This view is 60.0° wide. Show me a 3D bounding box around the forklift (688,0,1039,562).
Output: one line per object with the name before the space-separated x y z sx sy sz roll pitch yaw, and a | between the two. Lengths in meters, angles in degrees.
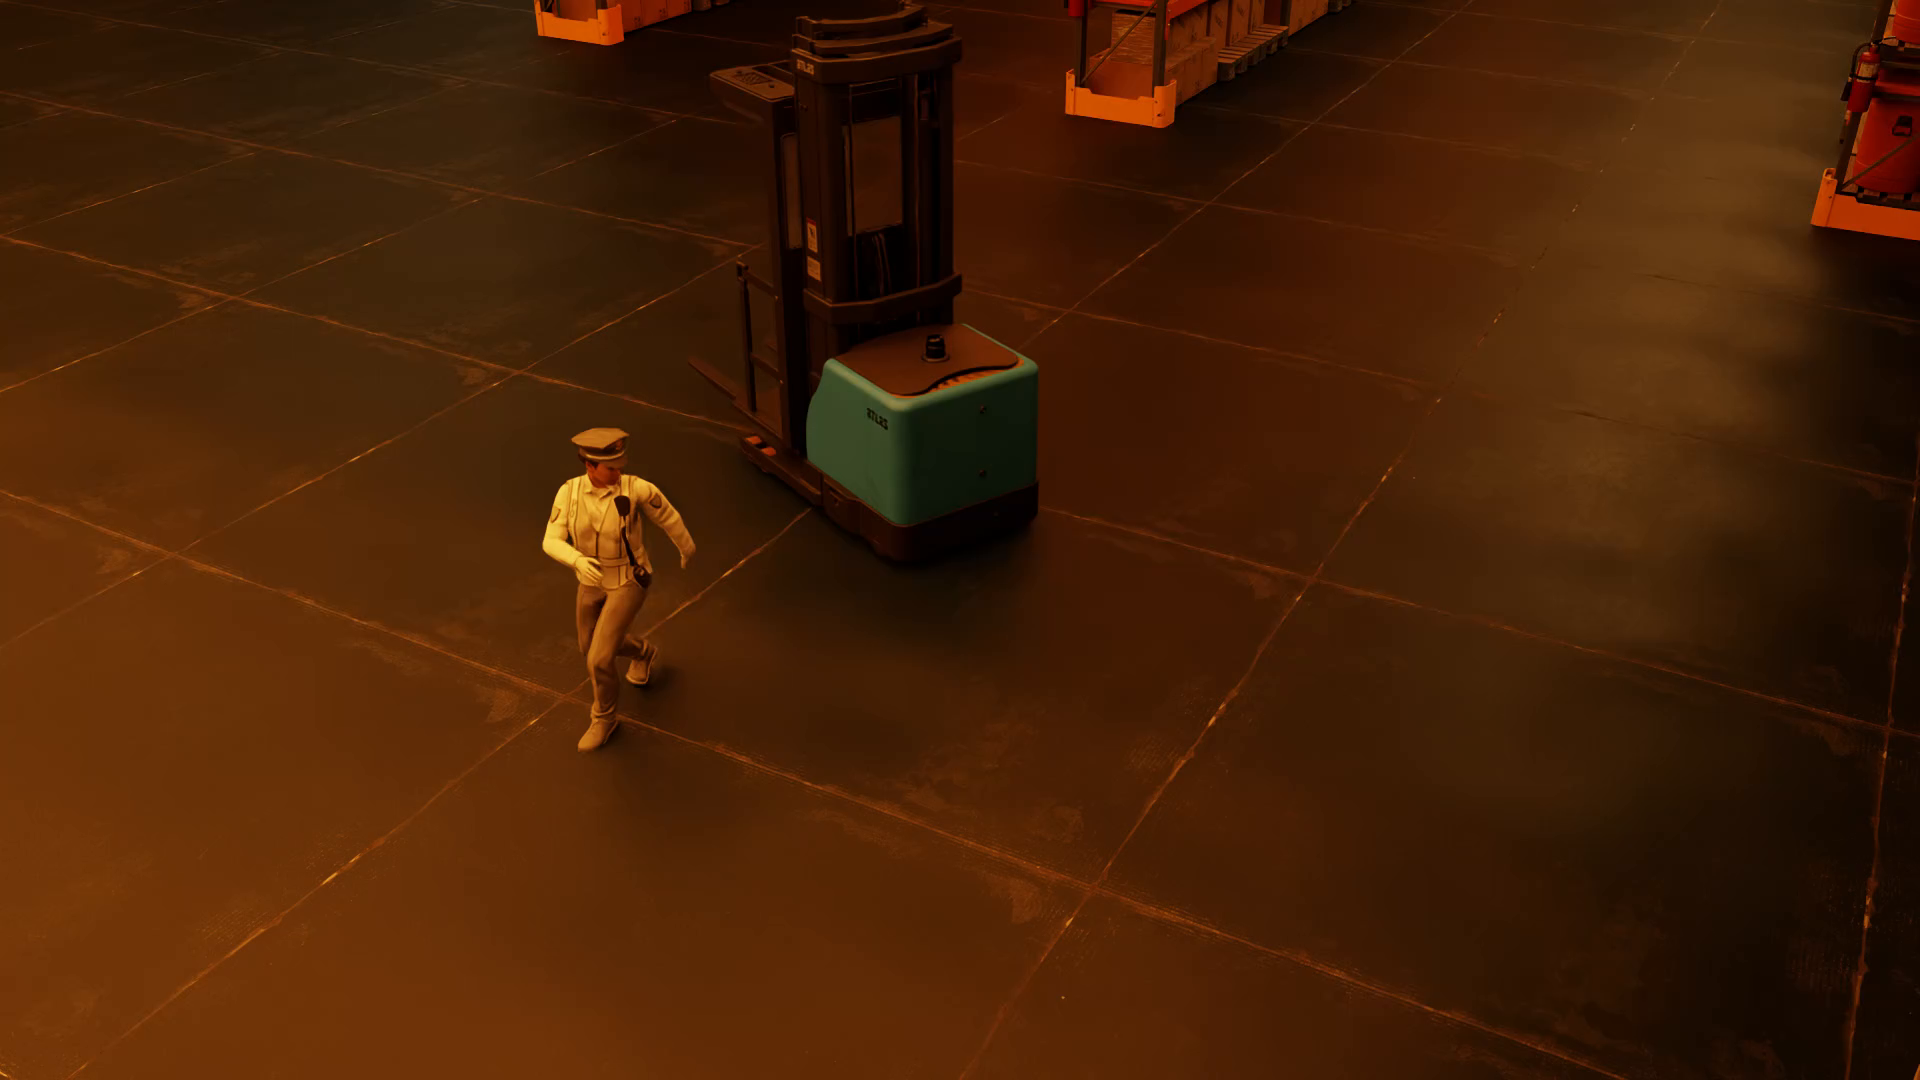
forklift | -0.783 -1.827 10.236 1.130 2.935 3.031 -19 35 -30

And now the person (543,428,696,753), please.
person | -1.682 0.195 8.117 0.531 1.588 0.814 12 32 19
